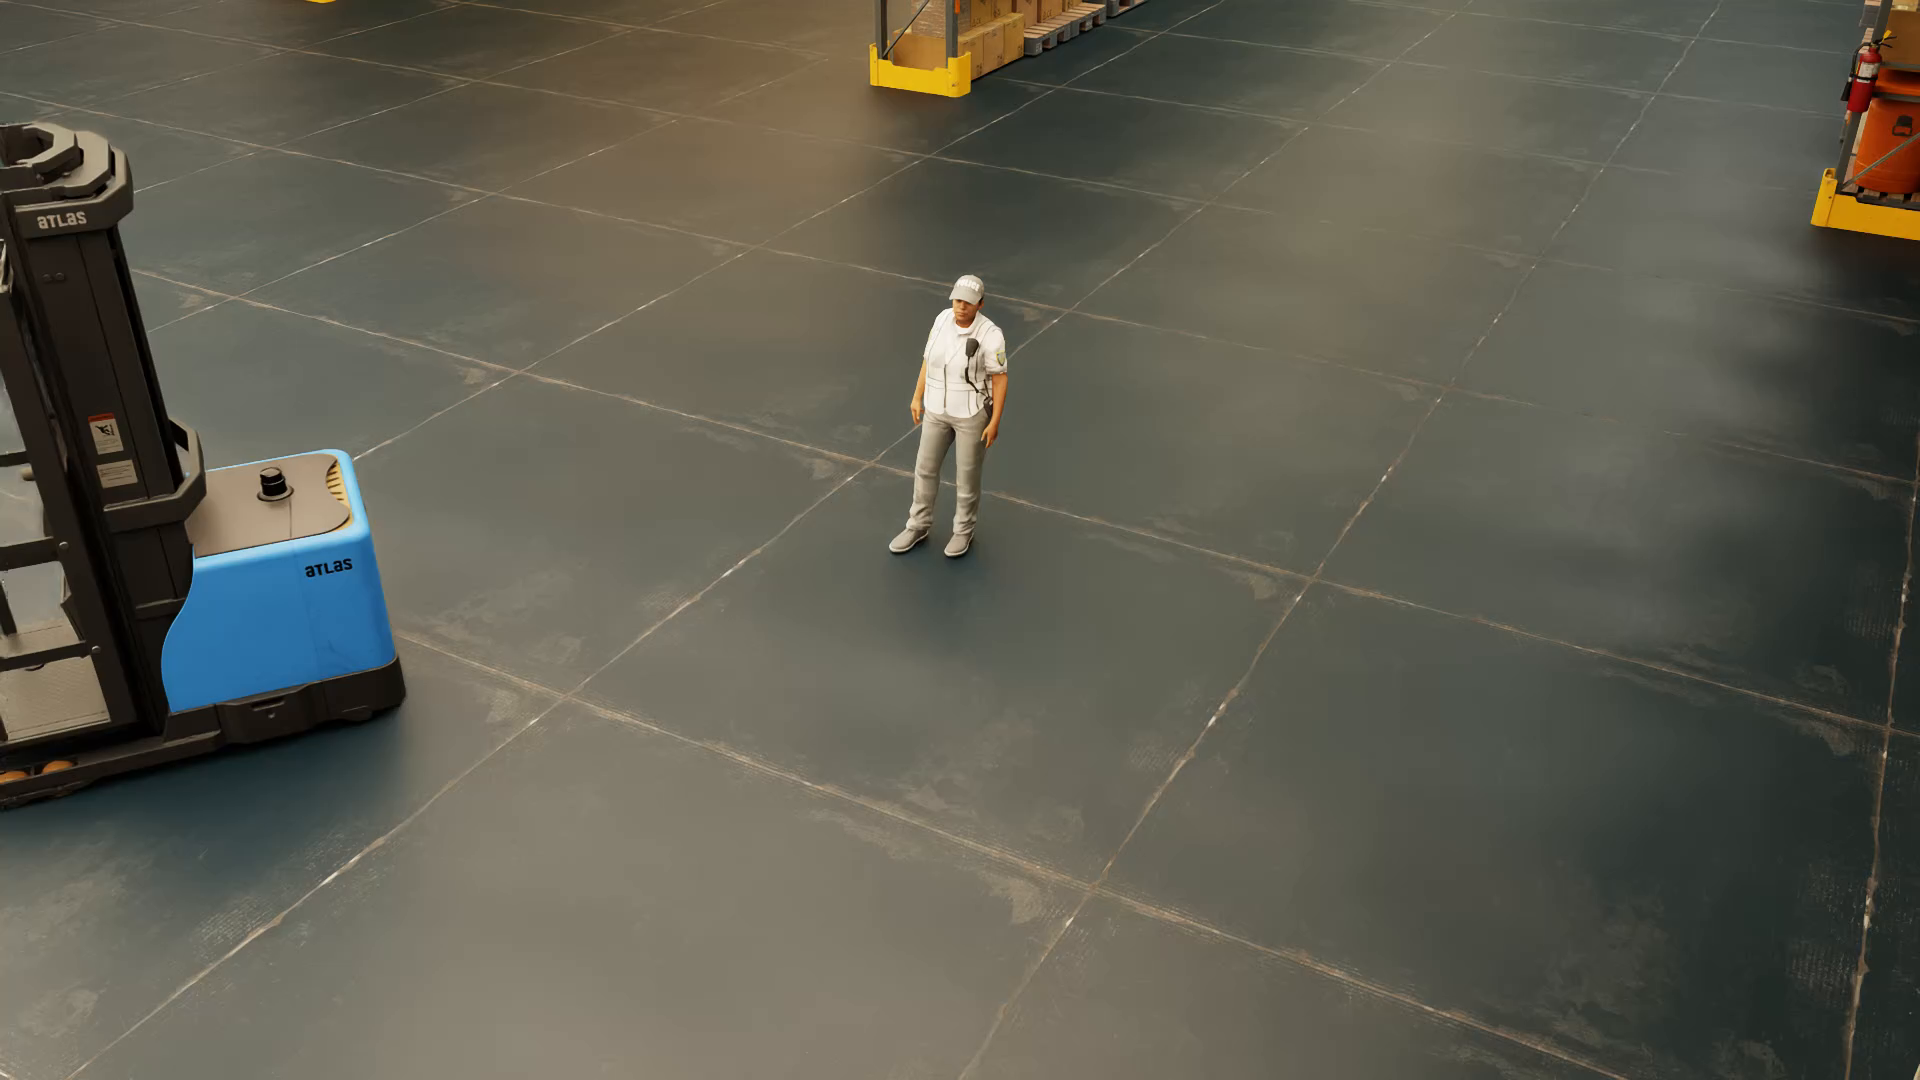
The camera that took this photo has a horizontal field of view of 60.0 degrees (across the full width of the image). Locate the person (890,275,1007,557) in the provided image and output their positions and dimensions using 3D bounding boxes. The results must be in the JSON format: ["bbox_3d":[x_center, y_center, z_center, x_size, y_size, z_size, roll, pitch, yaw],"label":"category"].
[{"bbox_3d":[-0.057,-0.700,9.534,0.598,1.670,0.529,15,33,25],"label":"person"}]

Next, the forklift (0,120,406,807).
[{"bbox_3d":[-4.391,-0.315,7.617,3.031,2.935,1.130,-12,32,-21],"label":"forklift"}]
